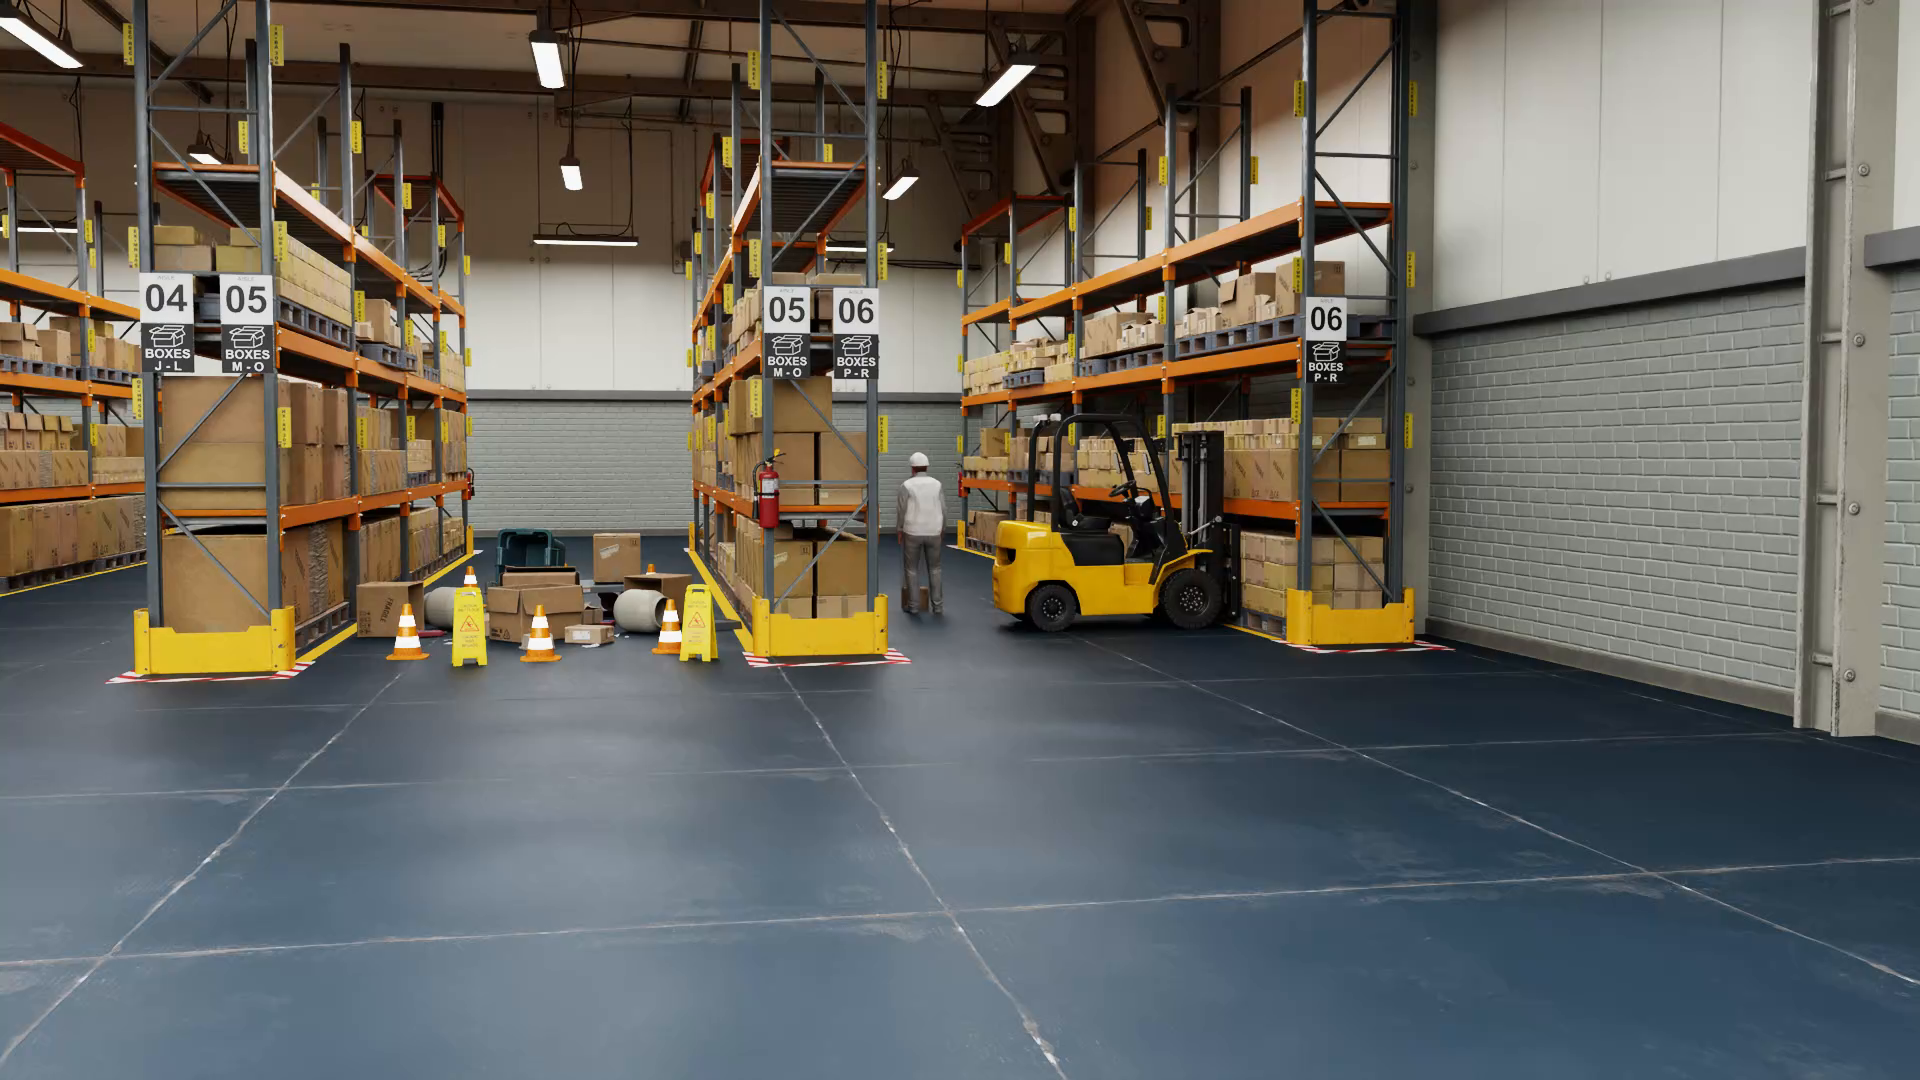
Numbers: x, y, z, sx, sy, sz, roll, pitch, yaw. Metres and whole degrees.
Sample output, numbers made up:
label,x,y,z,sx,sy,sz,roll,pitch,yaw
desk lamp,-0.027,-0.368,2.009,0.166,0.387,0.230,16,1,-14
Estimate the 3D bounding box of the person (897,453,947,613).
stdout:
label,x,y,z,sx,sy,sz,roll,pitch,yaw
person,-0.429,-0.081,18.393,0.572,1.771,0.474,-1,3,-17
